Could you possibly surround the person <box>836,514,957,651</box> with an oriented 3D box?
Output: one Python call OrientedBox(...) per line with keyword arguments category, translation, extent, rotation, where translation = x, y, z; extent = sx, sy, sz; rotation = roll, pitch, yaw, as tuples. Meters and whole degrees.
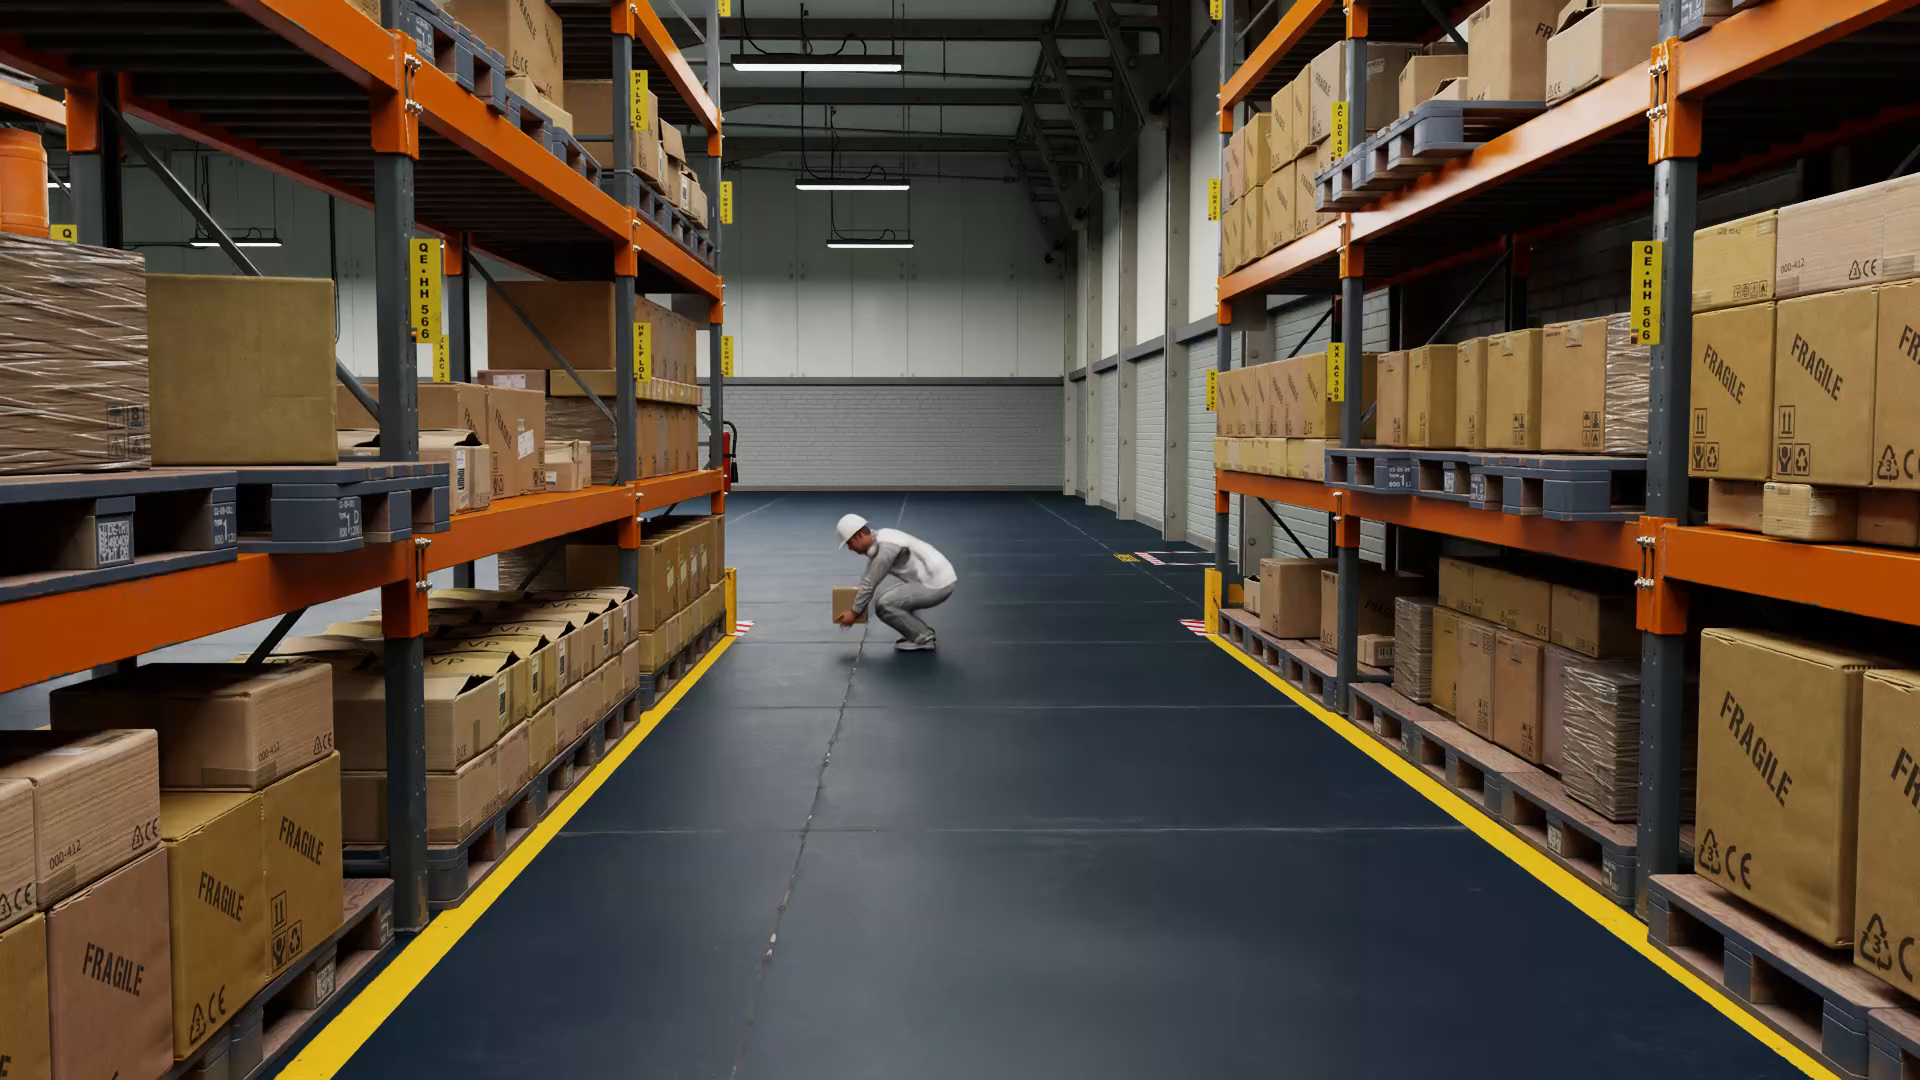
OrientedBox(category="person", translation=(-0.470, 0.308, 12.295), extent=(0.890, 1.006, 0.514), rotation=(0, 4, -3))
